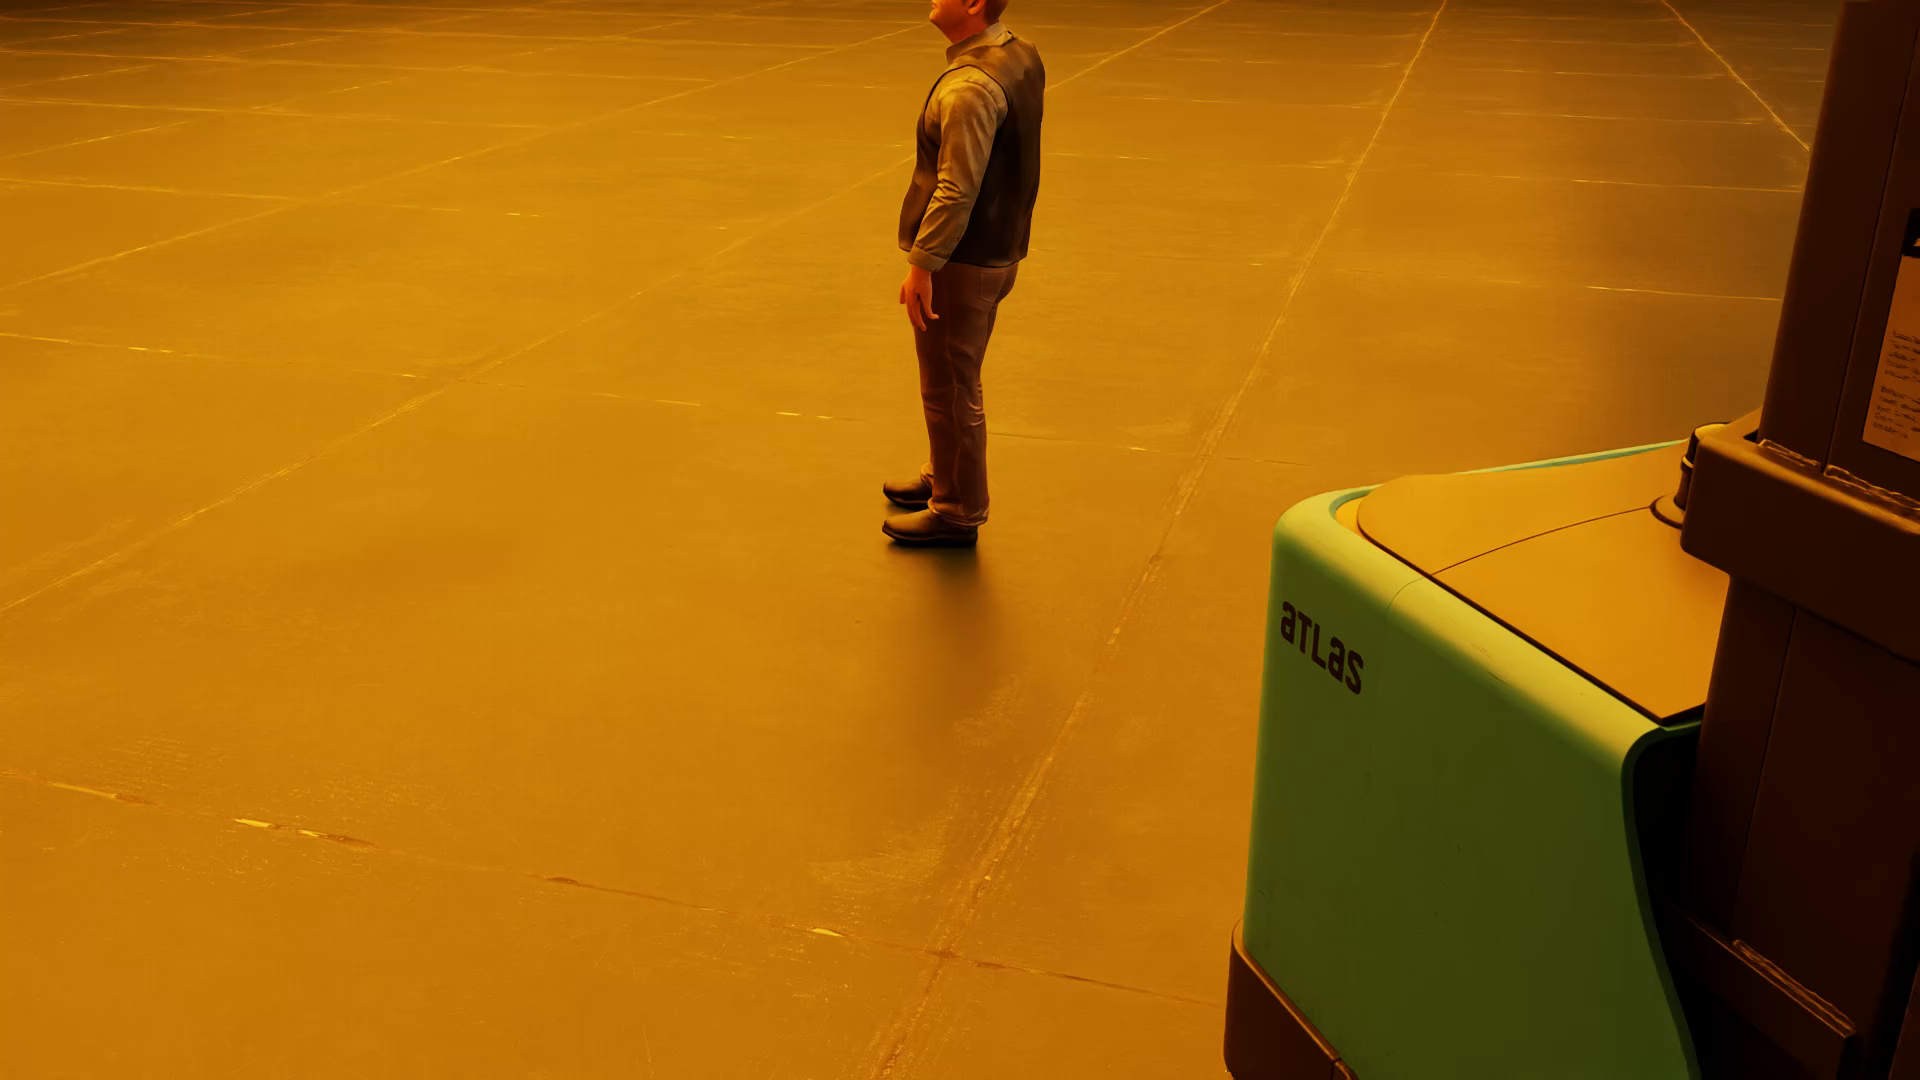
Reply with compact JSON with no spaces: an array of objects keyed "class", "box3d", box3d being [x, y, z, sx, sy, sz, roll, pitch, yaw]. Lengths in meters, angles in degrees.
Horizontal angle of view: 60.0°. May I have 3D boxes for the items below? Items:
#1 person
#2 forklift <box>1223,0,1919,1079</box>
[{"class":"person","box3d":[-0.056,-0.812,4.814,0.568,1.720,0.632,7,23,16]},{"class":"forklift","box3d":[1.445,0.033,1.199,1.130,2.935,3.031,-8,24,-19]}]
